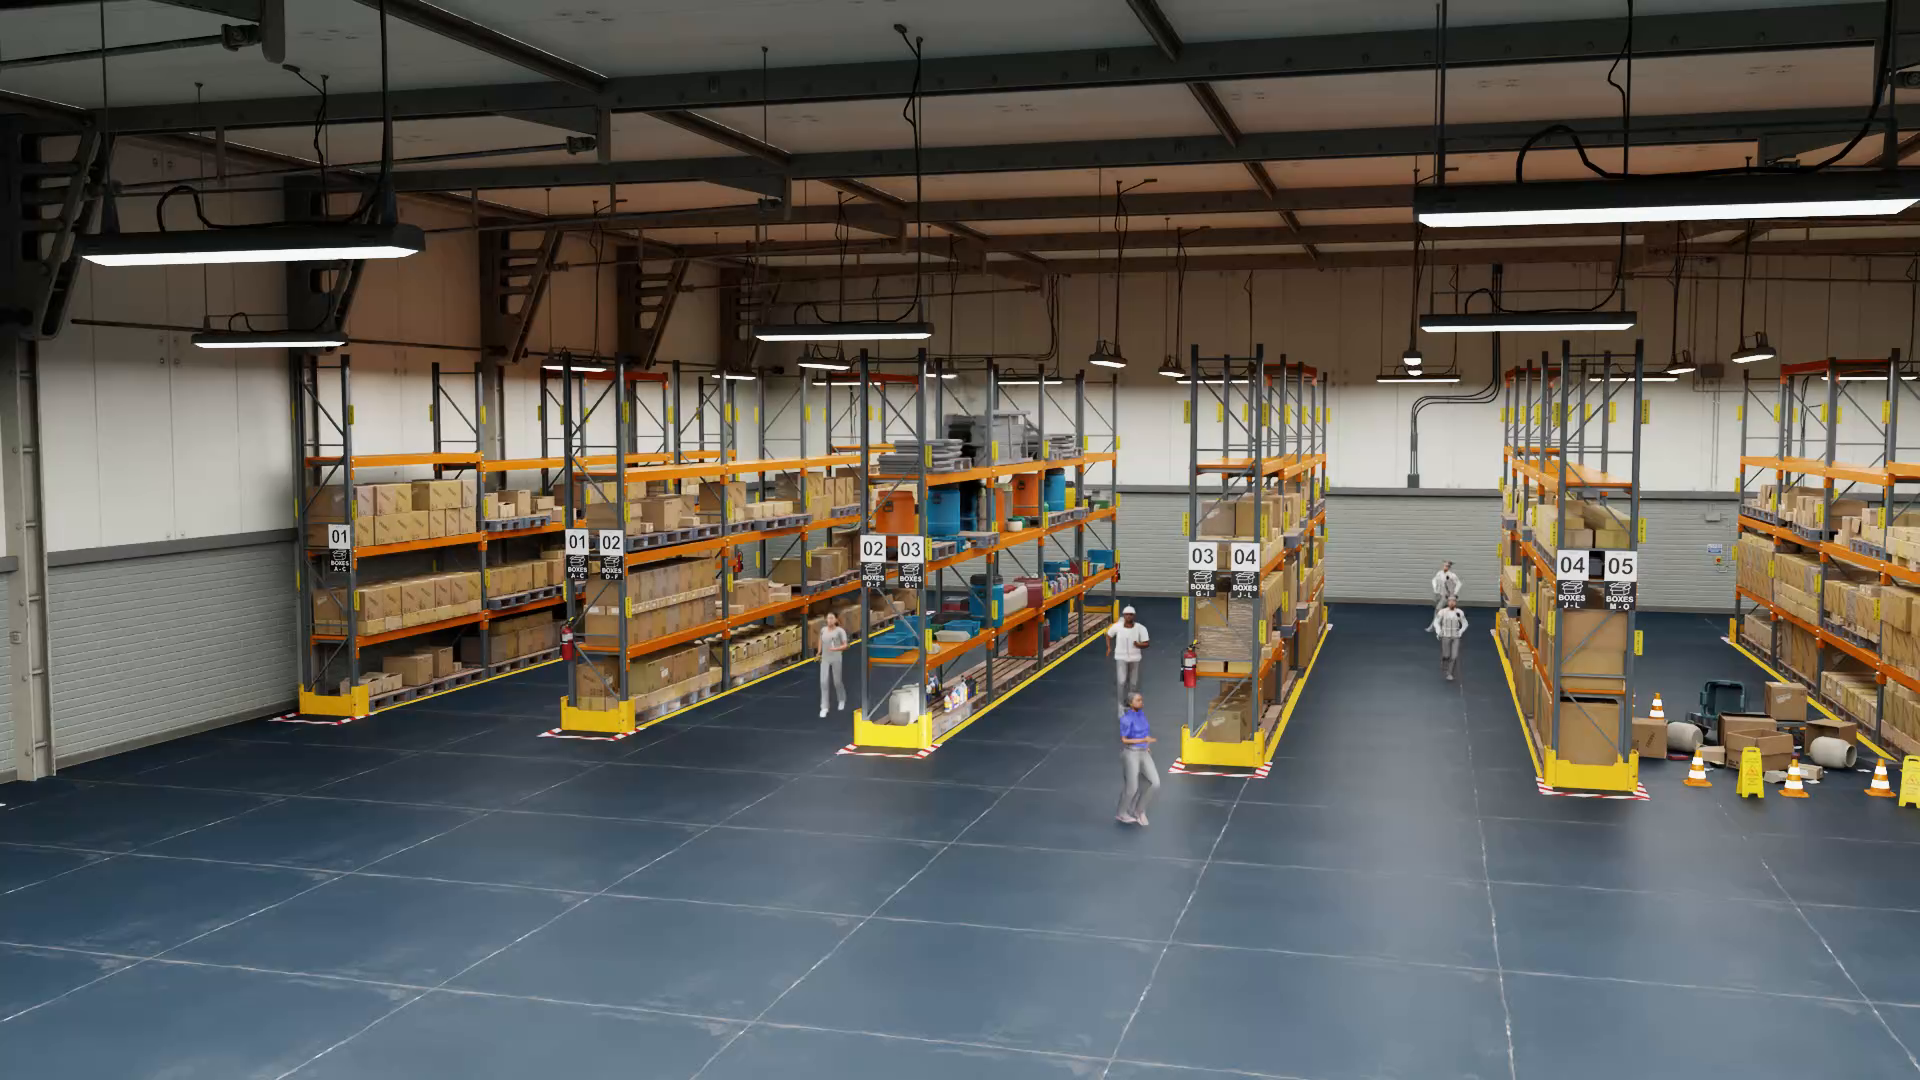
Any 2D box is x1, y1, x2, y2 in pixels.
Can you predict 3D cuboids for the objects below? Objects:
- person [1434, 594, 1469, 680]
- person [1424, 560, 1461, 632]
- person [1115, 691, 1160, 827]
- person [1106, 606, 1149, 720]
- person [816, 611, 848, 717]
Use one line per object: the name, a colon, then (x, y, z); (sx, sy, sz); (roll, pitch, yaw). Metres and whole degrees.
person: (9.297, 1.830, 31.465); (0.629, 1.639, 0.543); (1, 4, 11)
person: (11.171, 1.283, 38.366); (0.864, 1.659, 0.699); (-4, 6, -41)
person: (2.176, 2.680, 20.204); (0.556, 1.668, 0.652); (-4, 6, -43)
person: (2.712, 1.977, 26.870); (0.678, 1.831, 0.769); (0, 4, 1)
person: (-2.079, 2.087, 27.049); (0.564, 1.470, 0.894); (1, 4, 14)
